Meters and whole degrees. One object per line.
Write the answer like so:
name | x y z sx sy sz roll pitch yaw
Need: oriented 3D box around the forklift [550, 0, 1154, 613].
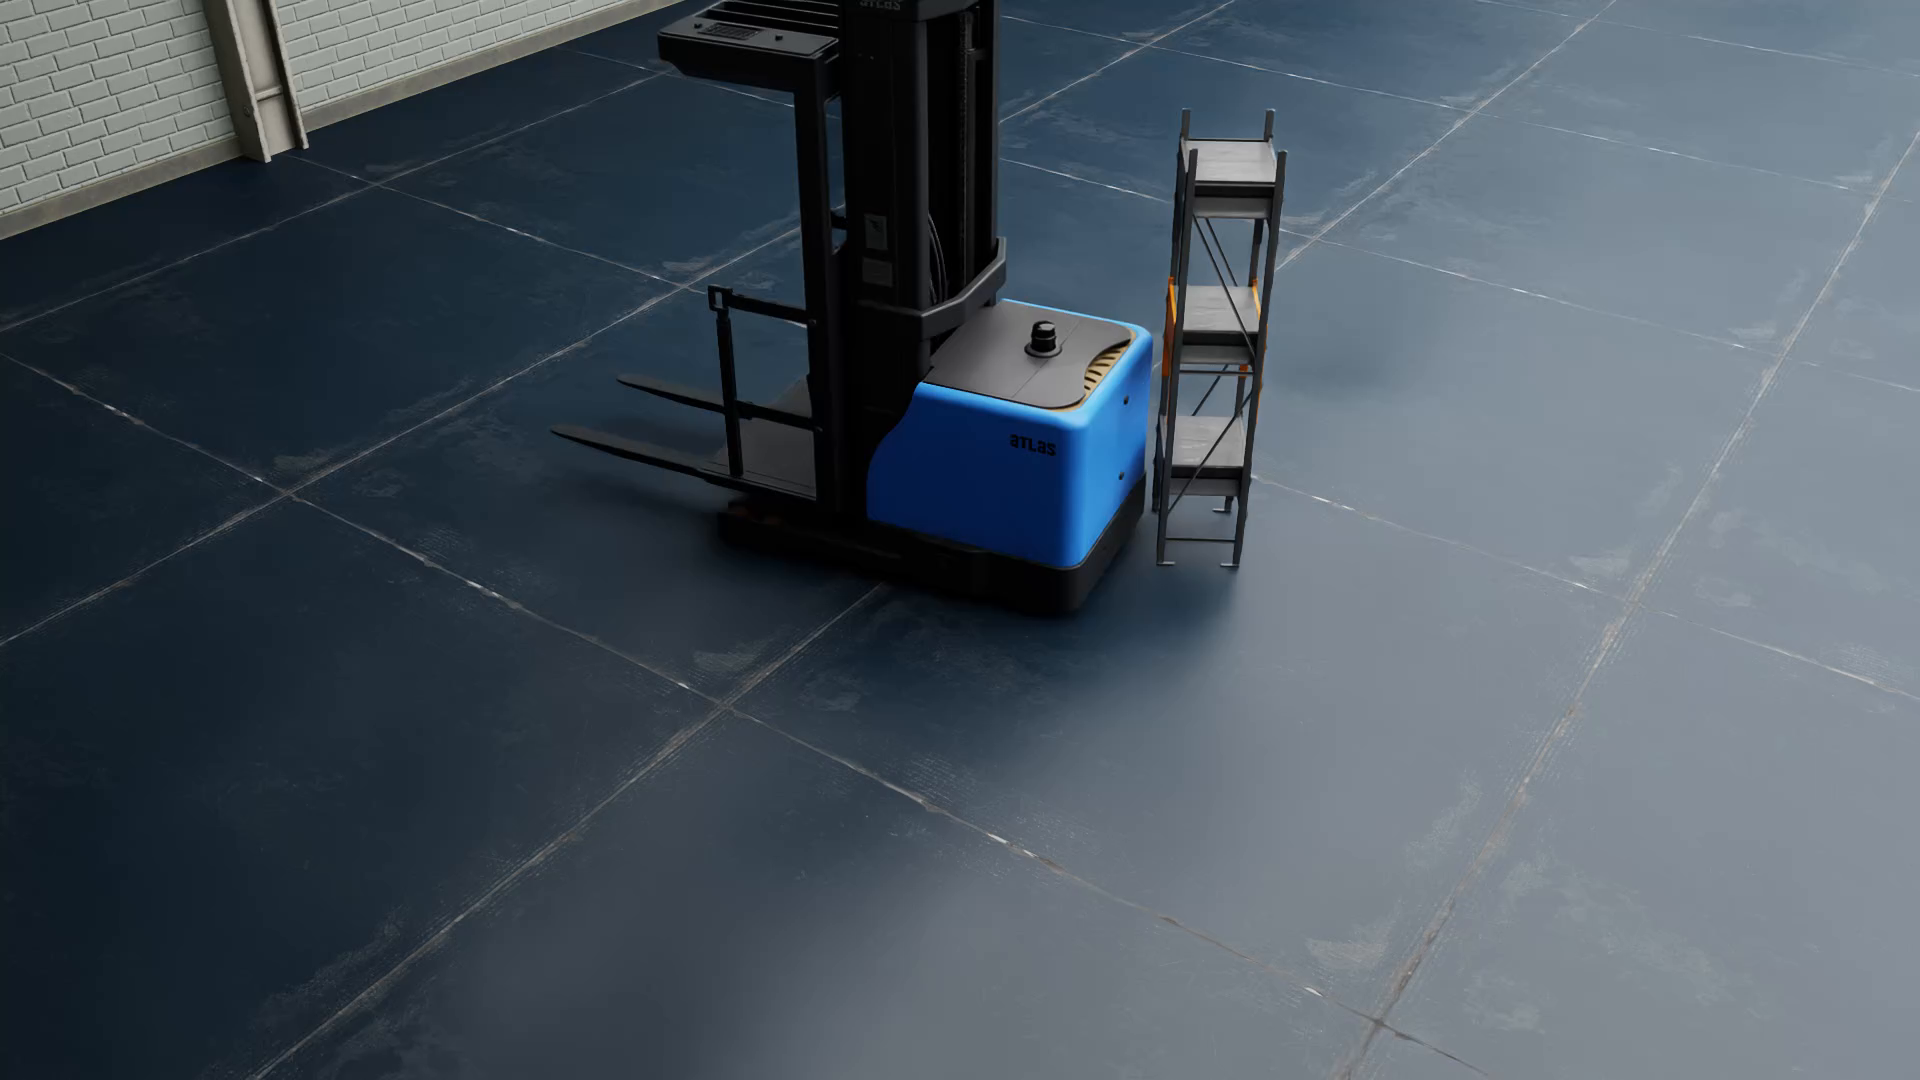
forklift | -0.637 -1.425 7.740 3.031 2.935 1.130 14 37 20

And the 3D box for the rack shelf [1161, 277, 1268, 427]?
rack shelf | 1.166 -0.872 7.689 0.431 0.518 0.480 2 34 2

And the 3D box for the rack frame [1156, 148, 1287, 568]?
rack frame | 1.153 -0.746 7.479 0.400 2.100 0.015 2 34 2

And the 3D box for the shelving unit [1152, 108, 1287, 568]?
shelving unit | 1.166 -0.883 7.681 0.431 2.100 0.503 2 34 2

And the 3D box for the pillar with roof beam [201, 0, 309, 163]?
pillar with roof beam | -1.664 -5.309 8.068 9.100 9.000 0.400 21 39 28

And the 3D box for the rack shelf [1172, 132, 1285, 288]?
rack shelf | 1.166 -1.452 7.297 0.431 0.518 0.480 2 34 2

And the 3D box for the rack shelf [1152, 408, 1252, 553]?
rack shelf | 1.166 -0.292 8.081 0.431 0.518 0.480 2 34 2

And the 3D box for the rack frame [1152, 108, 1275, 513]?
rack frame | 1.179 -1.019 7.883 0.400 2.100 0.015 2 34 2
